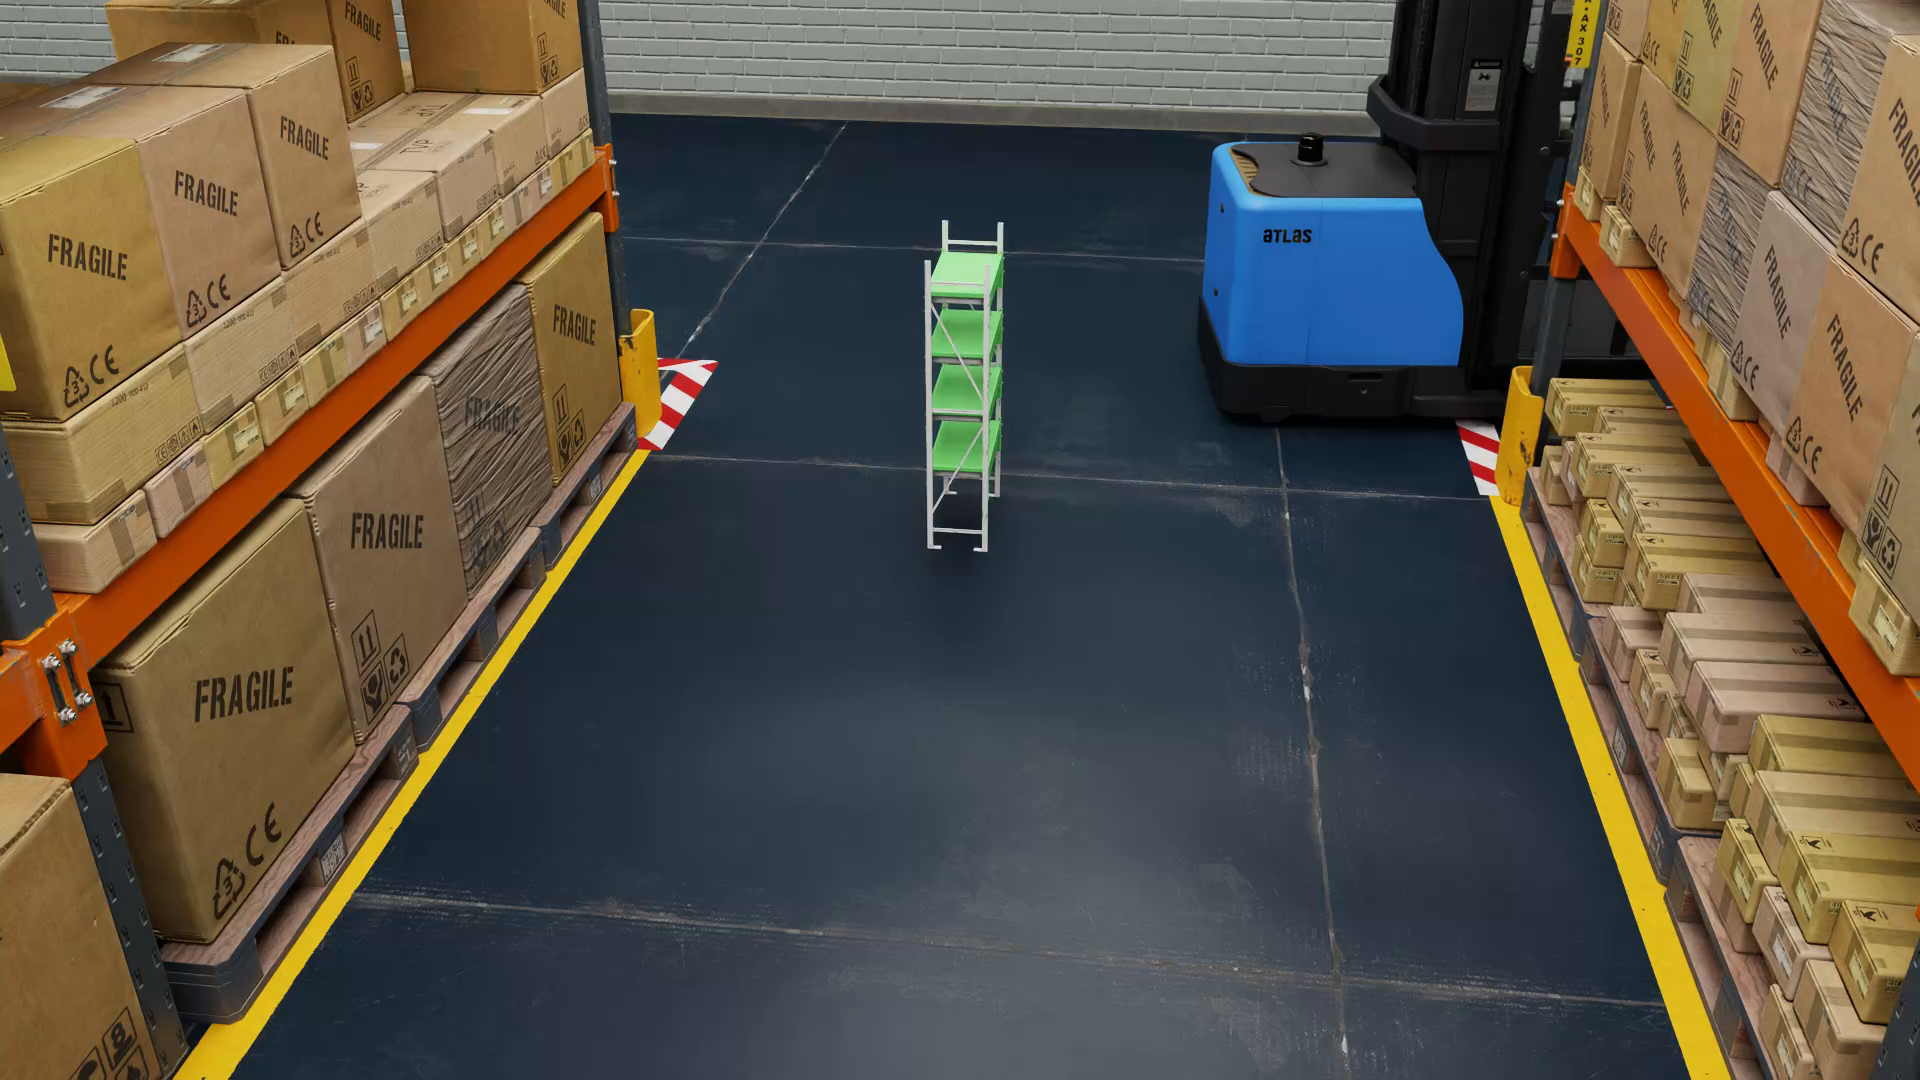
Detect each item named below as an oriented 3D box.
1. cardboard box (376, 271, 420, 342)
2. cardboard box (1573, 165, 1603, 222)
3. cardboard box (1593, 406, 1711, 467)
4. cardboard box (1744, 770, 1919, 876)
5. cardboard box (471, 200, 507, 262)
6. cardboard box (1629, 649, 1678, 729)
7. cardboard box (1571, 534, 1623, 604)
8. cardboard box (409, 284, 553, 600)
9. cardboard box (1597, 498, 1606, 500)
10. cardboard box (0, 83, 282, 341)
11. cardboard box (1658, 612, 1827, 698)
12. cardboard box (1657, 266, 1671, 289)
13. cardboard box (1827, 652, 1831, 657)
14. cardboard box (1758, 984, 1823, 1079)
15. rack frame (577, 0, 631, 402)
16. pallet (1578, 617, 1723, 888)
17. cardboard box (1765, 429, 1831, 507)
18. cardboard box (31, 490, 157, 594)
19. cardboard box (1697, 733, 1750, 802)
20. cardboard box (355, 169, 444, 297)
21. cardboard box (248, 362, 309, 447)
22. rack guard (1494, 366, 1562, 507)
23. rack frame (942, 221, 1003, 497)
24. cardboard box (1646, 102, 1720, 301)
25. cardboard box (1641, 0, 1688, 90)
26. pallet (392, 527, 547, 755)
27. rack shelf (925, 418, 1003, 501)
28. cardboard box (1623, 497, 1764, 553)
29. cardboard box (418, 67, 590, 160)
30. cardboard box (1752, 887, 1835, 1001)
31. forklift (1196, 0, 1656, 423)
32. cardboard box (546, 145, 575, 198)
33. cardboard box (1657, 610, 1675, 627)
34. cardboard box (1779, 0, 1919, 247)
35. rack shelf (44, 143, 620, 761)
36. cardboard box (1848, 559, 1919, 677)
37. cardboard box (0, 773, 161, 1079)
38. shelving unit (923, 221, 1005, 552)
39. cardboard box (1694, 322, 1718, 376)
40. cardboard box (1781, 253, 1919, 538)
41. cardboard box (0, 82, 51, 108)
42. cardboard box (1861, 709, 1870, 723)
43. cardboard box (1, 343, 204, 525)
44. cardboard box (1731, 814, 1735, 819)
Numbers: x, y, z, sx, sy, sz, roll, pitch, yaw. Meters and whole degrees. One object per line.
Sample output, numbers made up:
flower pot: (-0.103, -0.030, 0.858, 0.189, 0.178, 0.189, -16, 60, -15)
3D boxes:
cardboard box: (-1.936, -0.742, 5.230, 0.380, 0.149, 0.250, 3, 28, 5)
cardboard box: (2.544, -1.302, 6.269, 0.380, 0.149, 0.250, 3, 28, 6)
cardboard box: (2.593, -0.374, 6.217, 0.380, 0.149, 0.250, 4, 29, 7)
cardboard box: (2.219, 0.722, 4.182, 0.380, 0.149, 0.250, 3, 28, 6)
cardboard box: (-1.842, -1.104, 5.901, 0.380, 0.149, 0.250, 3, 28, 5)
cardboard box: (2.351, 0.481, 5.257, 0.380, 0.149, 0.250, 3, 28, 6)
cardboard box: (2.412, 0.111, 5.943, 0.380, 0.149, 0.250, 4, 29, 7)
cardboard box: (-2.112, -0.397, 6.122, 0.875, 0.875, 0.875, 3, 28, 6)
cardboard box: (2.558, -0.129, 6.076, 0.380, 0.149, 0.250, 4, 29, 7)
cardboard box: (-2.111, -0.836, 4.193, 0.500, 0.500, 0.500, 3, 28, 6)
cardboard box: (2.291, 0.344, 4.884, 0.380, 0.149, 0.250, 2, 28, 4)
cardboard box: (2.572, -0.926, 5.571, 0.380, 0.149, 0.250, 5, 29, 9)
cardboard box: (2.965, 0.267, 5.341, 0.380, 0.149, 0.250, 5, 29, 9)
cardboard box: (2.129, 1.203, 3.918, 0.380, 0.149, 0.250, 4, 29, 7)
rack frame: (-2.001, -1.882, 7.080, 1.000, 3.000, 0.127, 3, 28, 6)
pallet: (2.613, 0.670, 5.283, 1.003, 0.211, 1.213, 3, 28, 6)
cardboard box: (2.296, -0.200, 4.223, 0.380, 0.149, 0.250, 2, 28, 4)
cardboard box: (-2.125, -0.008, 3.868, 0.380, 0.149, 0.250, 3, 29, 6)
cardboard box: (2.318, 0.621, 4.685, 0.380, 0.149, 0.250, 4, 29, 7)
cardboard box: (-1.982, -0.979, 5.250, 0.500, 0.250, 0.500, 3, 29, 6)
cardboard box: (-2.031, -0.380, 4.557, 0.380, 0.149, 0.250, 3, 28, 5)
rack guard: (2.899, -0.410, 6.983, 1.175, 0.500, 0.348, 3, 28, 6)
rack frame: (0.050, -0.721, 6.823, 0.240, 1.200, 0.015, 3, 28, 6)
cardboard box: (2.467, -1.042, 5.103, 0.500, 0.500, 0.500, 4, 29, 7)
cardboard box: (2.535, -1.727, 5.320, 0.500, 0.500, 0.500, 4, 29, 8)
pallet: (-2.174, 0.299, 5.972, 1.003, 0.211, 1.213, 3, 28, 6)
rack shelf: (0.020, -0.339, 6.754, 0.258, 0.148, 0.480, 3, 28, 6)
cardboard box: (2.443, -0.011, 5.544, 0.380, 0.149, 0.250, 4, 29, 8)
cardboard box: (-1.797, -1.703, 6.593, 0.500, 0.250, 0.500, 3, 28, 5)
cardboard box: (2.163, 0.981, 4.015, 0.380, 0.149, 0.250, 2, 28, 4)
forklift: (2.723, -2.052, 7.468, 3.031, 2.935, 1.130, 0, 28, 0)
cardboard box: (-1.748, -1.462, 6.566, 0.380, 0.149, 0.250, 4, 29, 7)
cardboard box: (2.489, 0.246, 5.380, 0.380, 0.149, 0.250, 5, 29, 9)
cardboard box: (2.343, -0.999, 3.968, 0.500, 0.500, 0.500, 4, 29, 8)
rack shelf: (-2.246, -0.624, 5.503, 1.077, 0.370, 4.000, 3, 28, 6)
cardboard box: (2.145, 0.172, 3.533, 0.380, 0.149, 0.250, 3, 28, 5)
cardboard box: (-2.550, 1.054, 3.428, 1.225, 0.875, 0.875, 3, 29, 6)
shelving unit: (0.020, -0.606, 6.610, 0.258, 1.200, 0.503, 3, 28, 6)
cardboard box: (2.403, -0.565, 4.900, 0.380, 0.149, 0.250, 4, 29, 8)
cardboard box: (2.262, -0.327, 3.774, 0.500, 0.500, 0.500, 3, 28, 5)
cardboard box: (-2.635, -0.862, 4.240, 0.500, 0.500, 0.500, 4, 29, 7)
cardboard box: (2.901, 0.641, 4.960, 0.380, 0.149, 0.250, 3, 28, 5)
cardboard box: (-2.174, -0.270, 3.933, 0.500, 0.250, 0.500, 3, 28, 5)
cardboard box: (2.365, 0.840, 4.591, 0.380, 0.149, 0.250, 3, 28, 5)
